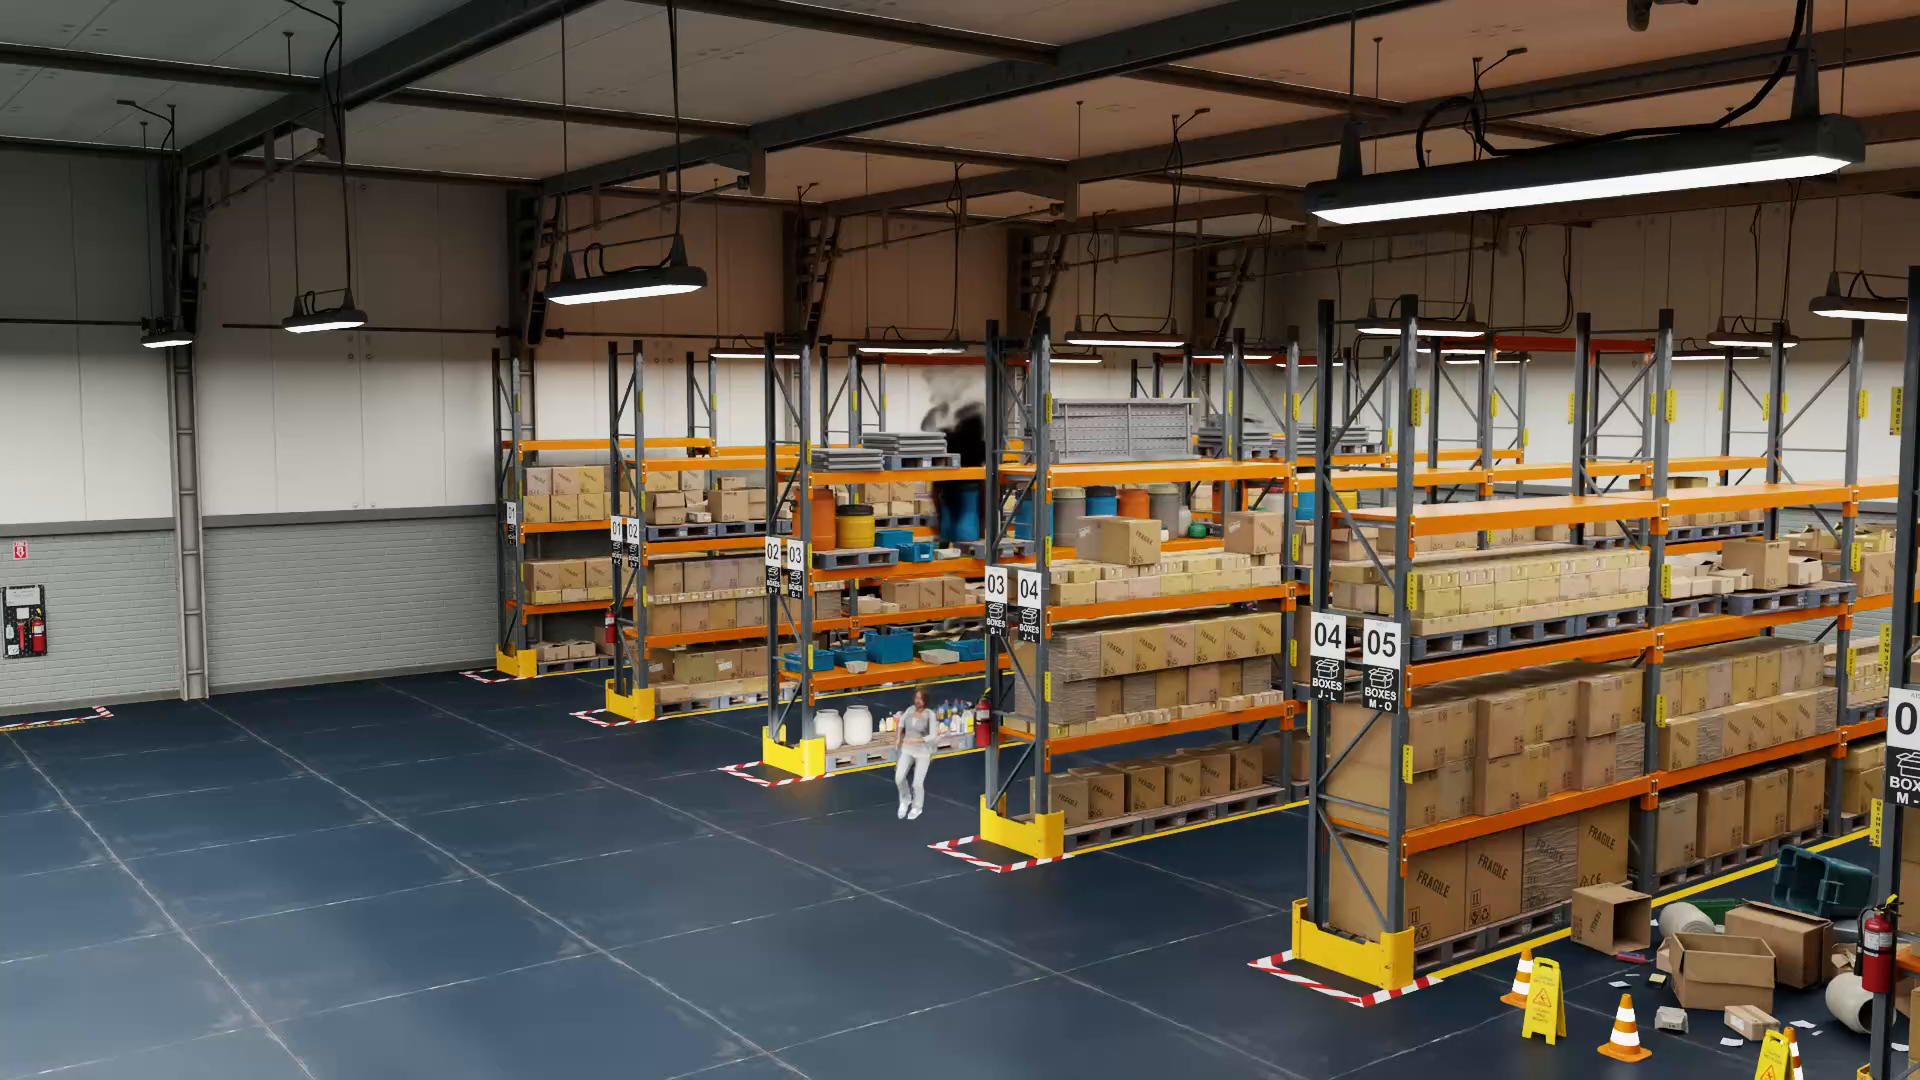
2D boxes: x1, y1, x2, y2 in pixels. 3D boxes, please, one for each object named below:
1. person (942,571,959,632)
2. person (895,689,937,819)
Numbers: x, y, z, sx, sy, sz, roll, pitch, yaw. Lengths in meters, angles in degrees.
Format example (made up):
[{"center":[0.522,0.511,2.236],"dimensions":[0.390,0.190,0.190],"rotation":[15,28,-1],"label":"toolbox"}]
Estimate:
[{"center":[-0.199,1.448,32.335],"dimensions":[0.866,1.833,0.603],"rotation":[-4,7,-41],"label":"person"},{"center":[-0.514,2.501,19.336],"dimensions":[0.541,1.560,0.596],"rotation":[1,5,14],"label":"person"}]
